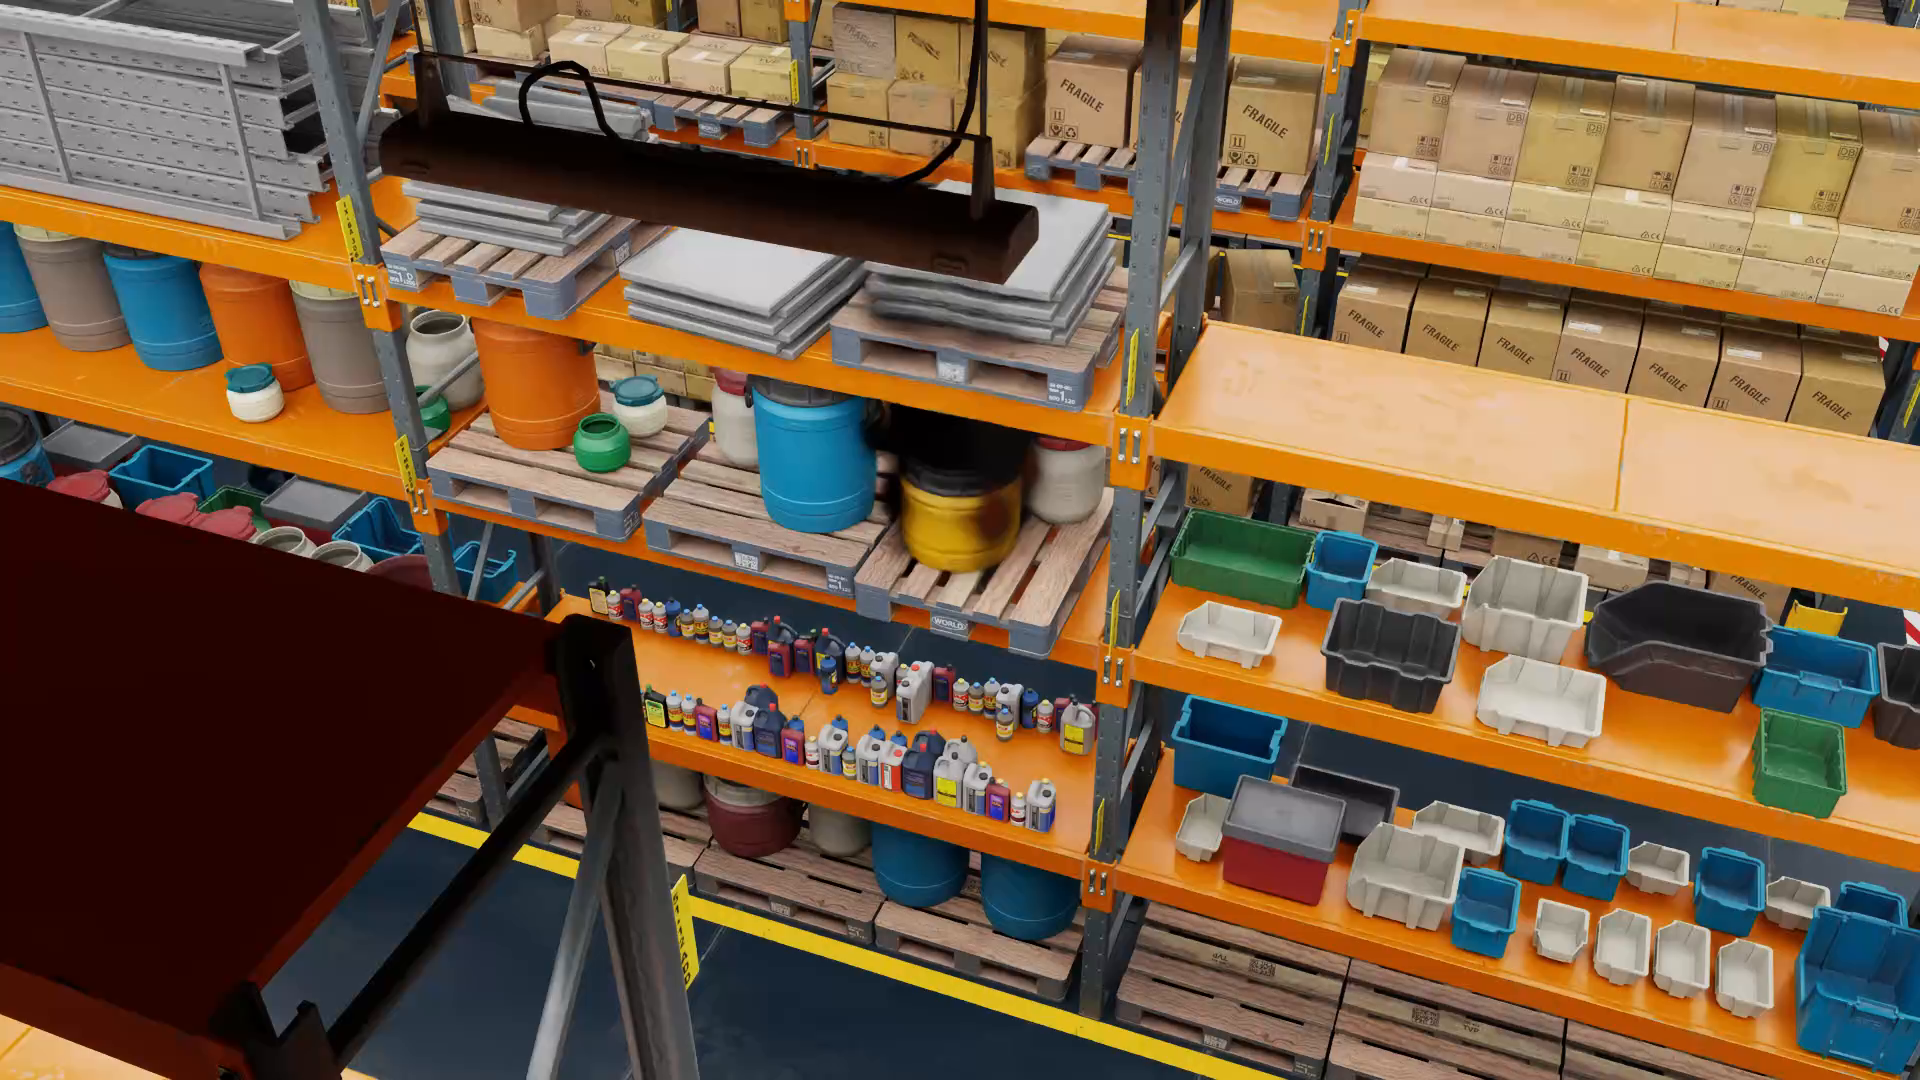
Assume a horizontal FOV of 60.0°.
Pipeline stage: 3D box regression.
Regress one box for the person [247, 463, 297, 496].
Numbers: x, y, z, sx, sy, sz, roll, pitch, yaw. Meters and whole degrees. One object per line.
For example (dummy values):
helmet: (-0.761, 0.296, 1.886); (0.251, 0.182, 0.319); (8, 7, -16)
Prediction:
person: (-5.370, -0.679, 13.000); (0.702, 1.556, 0.565); (17, 40, 22)
